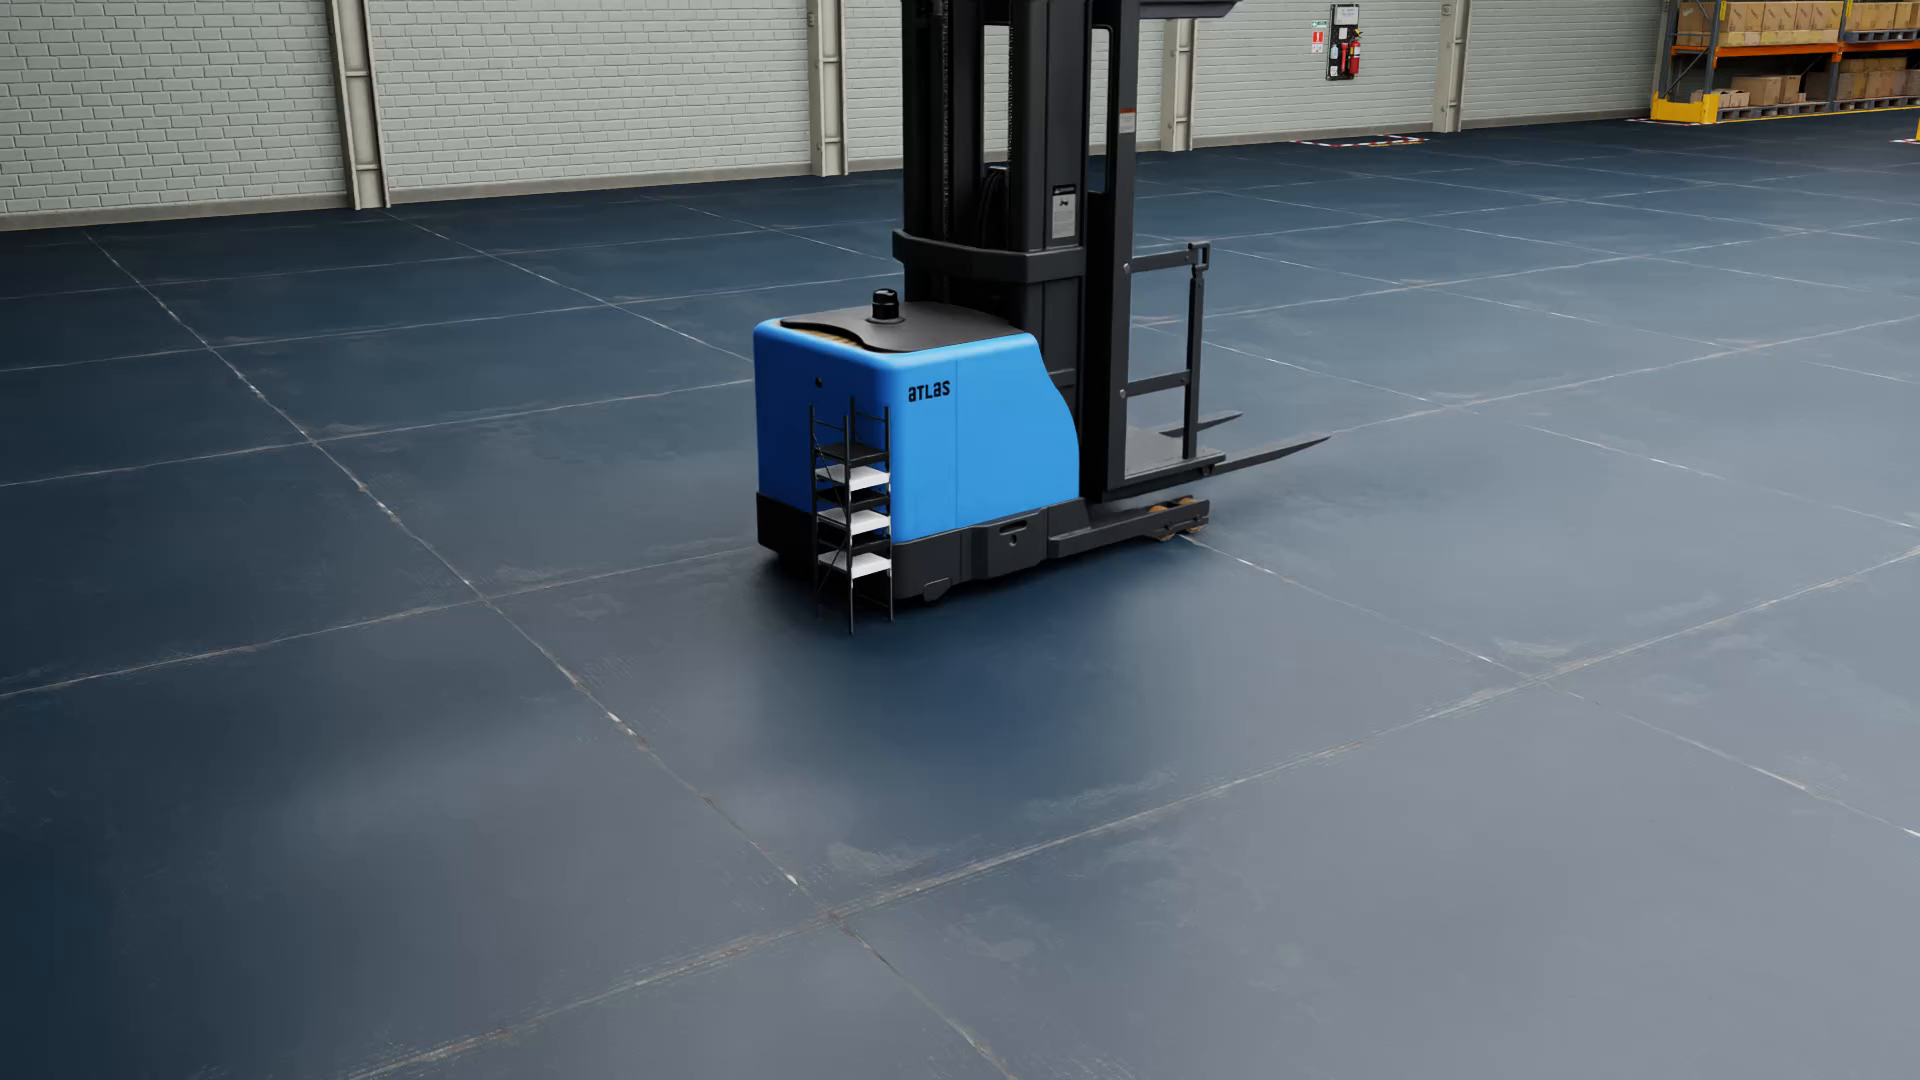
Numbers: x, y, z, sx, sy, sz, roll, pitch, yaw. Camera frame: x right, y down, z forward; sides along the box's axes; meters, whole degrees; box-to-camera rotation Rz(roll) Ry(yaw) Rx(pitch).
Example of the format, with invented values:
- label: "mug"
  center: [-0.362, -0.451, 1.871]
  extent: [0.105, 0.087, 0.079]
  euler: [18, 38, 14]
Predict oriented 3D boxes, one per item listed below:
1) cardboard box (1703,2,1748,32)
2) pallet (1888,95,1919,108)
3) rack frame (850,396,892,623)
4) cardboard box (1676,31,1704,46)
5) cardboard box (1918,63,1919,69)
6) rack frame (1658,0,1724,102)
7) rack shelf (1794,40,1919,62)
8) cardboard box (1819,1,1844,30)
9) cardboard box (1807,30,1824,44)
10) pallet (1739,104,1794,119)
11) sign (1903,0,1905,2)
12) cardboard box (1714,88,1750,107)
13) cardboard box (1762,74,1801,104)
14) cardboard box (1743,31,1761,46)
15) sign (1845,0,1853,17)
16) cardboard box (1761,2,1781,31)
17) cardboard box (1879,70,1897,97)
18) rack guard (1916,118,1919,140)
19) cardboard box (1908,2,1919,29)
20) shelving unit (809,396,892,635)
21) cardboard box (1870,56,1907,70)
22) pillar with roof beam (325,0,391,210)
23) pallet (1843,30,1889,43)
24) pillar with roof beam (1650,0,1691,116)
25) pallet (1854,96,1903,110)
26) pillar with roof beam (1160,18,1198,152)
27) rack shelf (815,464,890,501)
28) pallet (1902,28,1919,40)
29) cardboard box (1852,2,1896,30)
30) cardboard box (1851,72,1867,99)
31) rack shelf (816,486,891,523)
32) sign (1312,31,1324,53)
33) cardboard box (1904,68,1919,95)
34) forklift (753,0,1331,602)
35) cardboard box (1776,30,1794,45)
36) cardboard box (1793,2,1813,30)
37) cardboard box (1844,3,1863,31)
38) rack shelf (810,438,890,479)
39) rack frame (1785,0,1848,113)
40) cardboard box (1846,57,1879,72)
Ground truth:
- label: "cardboard box"
  center: [13.755, -9.397, 29.888]
  extent: [0.500, 0.500, 0.500]
  euler: [-12, 22, -31]
- label: "pallet"
  center: [19.219, -9.050, 34.185]
  extent: [1.213, 0.211, 1.003]
  euler: [-12, 22, -31]
- label: "rack frame"
  center: [-0.356, -0.120, 6.694]
  extent: [0.006, 0.900, 0.240]
  euler: [-16, 24, -39]
- label: "cardboard box"
  center: [13.475, -9.172, 30.394]
  extent: [0.500, 0.250, 0.500]
  euler: [-12, 22, -31]
- label: "cardboard box"
  center: [20.558, -9.783, 34.700]
  extent: [0.750, 0.750, 0.750]
  euler: [-12, 22, -32]
- label: "rack frame"
  center: [13.191, -9.099, 29.976]
  extent: [0.127, 3.000, 1.000]
  euler: [-12, 22, -31]
- label: "rack shelf"
  center: [18.202, -9.815, 33.217]
  extent: [4.000, 0.370, 1.077]
  euler: [-12, 22, -31]
- label: "cardboard box"
  center: [16.307, -9.931, 31.470]
  extent: [0.500, 0.500, 0.500]
  euler: [-12, 22, -32]
- label: "cardboard box"
  center: [15.882, -9.492, 31.341]
  extent: [0.500, 0.250, 0.500]
  euler: [-12, 22, -31]
- label: "pallet"
  center: [14.970, -8.139, 31.489]
  extent: [1.213, 0.211, 1.003]
  euler: [-12, 22, -31]
- label: "sign"
  center: [19.564, -11.205, 34.396]
  extent: [0.005, 0.325, 0.100]
  euler: [-12, 22, -31]
- label: "cardboard box"
  center: [14.294, -8.232, 30.922]
  extent: [0.500, 0.311, 0.500]
  euler: [-10, 21, -27]
- label: "cardboard box"
  center: [15.687, -8.634, 31.817]
  extent: [0.500, 0.500, 0.500]
  euler: [-14, 23, -35]
- label: "cardboard box"
  center: [14.199, -9.134, 30.282]
  extent: [0.500, 0.250, 0.500]
  euler: [-13, 22, -33]
- label: "sign"
  center: [16.836, -10.070, 31.496]
  extent: [0.005, 0.325, 0.100]
  euler: [-12, 22, -31]
- label: "cardboard box"
  center: [14.608, -9.570, 30.401]
  extent: [0.500, 0.500, 0.500]
  euler: [-13, 22, -33]
- label: "cardboard box"
  center: [18.406, -9.237, 33.600]
  extent: [0.500, 0.500, 0.700]
  euler: [-12, 22, -32]
- label: "rack guard"
  center: [15.898, -6.586, 26.446]
  extent: [0.348, 0.500, 1.175]
  euler: [-12, 22, -31]
- label: "cardboard box"
  center: [19.033, -10.573, 33.492]
  extent: [0.500, 0.500, 0.700]
  euler: [-14, 23, -36]
- label: "shelving unit"
  center: [-0.433, -0.098, 6.630]
  extent: [0.210, 0.900, 0.258]
  euler: [-16, 24, -39]
- label: "cardboard box"
  center: [18.789, -9.663, 33.690]
  extent: [0.500, 0.250, 0.500]
  euler: [-11, 22, -30]
- label: "pillar with roof beam"
  center: [-4.377, -6.917, 14.154]
  extent: [0.400, 9.000, 9.100]
  euler: [-12, 22, -31]
- label: "pallet"
  center: [17.250, -9.809, 32.374]
  extent: [1.213, 0.211, 1.003]
  euler: [-12, 22, -31]
- label: "pillar with roof beam"
  center: [15.667, -11.144, 26.658]
  extent: [0.400, 9.000, 9.100]
  euler: [-12, 22, -31]
- label: "pallet"
  center: [18.201, -8.836, 33.553]
  extent: [1.213, 0.211, 1.003]
  euler: [-12, 22, -31]
- label: "pillar with roof beam"
  center: [5.645, -9.031, 20.406]
  extent: [0.400, 9.000, 9.100]
  euler: [-12, 22, -31]
- label: "rack shelf"
  center: [-0.433, -0.237, 6.583]
  extent: [0.200, 0.077, 0.258]
  euler: [-16, 24, -39]
- label: "pallet"
  center: [19.336, -10.263, 33.719]
  extent: [1.003, 0.211, 1.213]
  euler: [-12, 22, -31]
- label: "cardboard box"
  center: [17.979, -10.361, 32.865]
  extent: [0.500, 0.500, 0.700]
  euler: [-9, 21, -24]
- label: "cardboard box"
  center: [17.541, -9.067, 33.095]
  extent: [0.500, 0.500, 0.700]
  euler: [-12, 22, -32]
- label: "rack shelf"
  center: [-0.433, -0.152, 6.611]
  extent: [0.200, 0.077, 0.258]
  euler: [-16, 24, -39]
- label: "sign"
  center: [5.685, -7.919, 26.429]
  extent: [0.234, 0.329, 0.001]
  euler: [-12, 22, -31]
- label: "cardboard box"
  center: [19.300, -9.392, 34.057]
  extent: [0.500, 0.500, 0.700]
  euler: [-12, 22, -31]
- label: "forklift"
  center: [0.551, -1.498, 7.599]
  extent: [3.031, 2.935, 1.130]
  euler: [-15, 24, -37]
- label: "cardboard box"
  center: [15.051, -9.310, 30.804]
  extent: [0.500, 0.250, 0.500]
  euler: [-12, 22, -31]
- label: "cardboard box"
  center: [15.466, -9.756, 30.951]
  extent: [0.500, 0.500, 0.500]
  euler: [-13, 22, -33]
- label: "cardboard box"
  center: [16.975, -10.140, 32.212]
  extent: [0.500, 0.500, 0.700]
  euler: [-12, 22, -31]
- label: "rack shelf"
  center: [-0.433, -0.322, 6.554]
  extent: [0.200, 0.077, 0.258]
  euler: [-16, 24, -39]
- label: "rack frame"
  center: [16.531, -9.804, 32.060]
  extent: [0.127, 3.000, 1.000]
  euler: [-12, 22, -31]
- label: "cardboard box"
  center: [17.935, -9.488, 33.173]
  extent: [0.500, 0.250, 0.500]
  euler: [-13, 22, -33]
